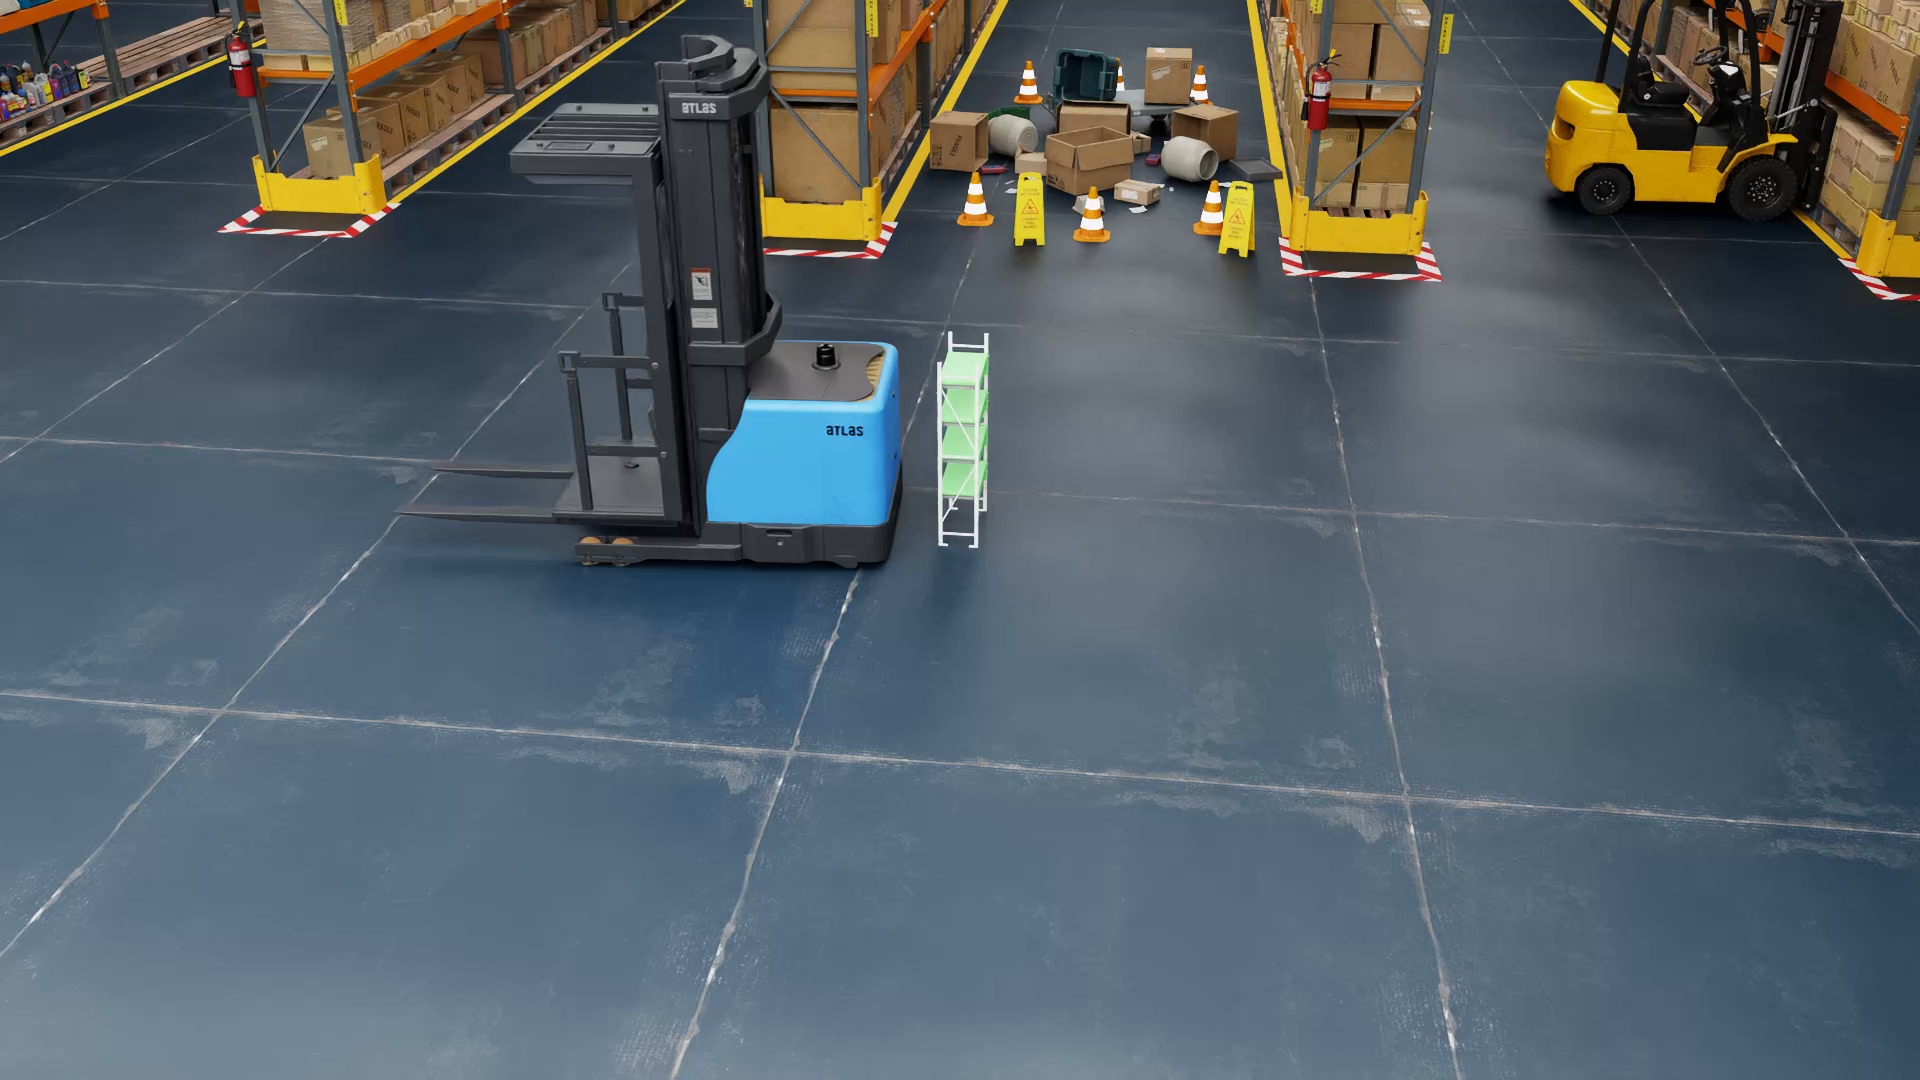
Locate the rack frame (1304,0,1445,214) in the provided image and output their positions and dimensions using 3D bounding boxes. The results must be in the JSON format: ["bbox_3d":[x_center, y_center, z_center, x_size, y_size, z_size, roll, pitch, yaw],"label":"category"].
[{"bbox_3d":[3.600,-3.971,14.458,1.000,3.000,0.127,3,28,6],"label":"rack frame"}]

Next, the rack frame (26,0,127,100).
[{"bbox_3d":[-10.661,-6.717,19.556,1.000,3.000,0.127,3,28,6],"label":"rack frame"}]

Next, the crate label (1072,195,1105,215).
[{"bbox_3d":[1.264,-3.266,16.168,0.250,0.136,0.298,-11,30,-20],"label":"crate label"}]

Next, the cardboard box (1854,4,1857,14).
[{"bbox_3d":[8.544,-4.911,15.413,0.380,0.149,0.250,3,28,6],"label":"cardboard box"}]

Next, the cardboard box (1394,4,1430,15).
[{"bbox_3d":[3.994,-4.596,15.200,0.500,0.500,0.500,4,29,8],"label":"cardboard box"}]

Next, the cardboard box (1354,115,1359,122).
[{"bbox_3d":[4.036,-3.896,15.985,0.500,0.500,0.500,2,28,4],"label":"cardboard box"}]

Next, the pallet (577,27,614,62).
[{"bbox_3d":[-5.352,-6.717,22.495,1.003,0.211,1.213,3,28,6],"label":"pallet"}]

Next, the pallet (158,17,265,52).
[{"bbox_3d":[-10.304,-7.010,23.039,1.003,0.211,1.213,3,28,6],"label":"pallet"}]

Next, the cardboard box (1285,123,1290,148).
[{"bbox_3d":[3.696,-4.314,17.551,0.500,0.250,0.500,5,29,9],"label":"cardboard box"}]

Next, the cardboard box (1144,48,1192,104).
[{"bbox_3d":[2.320,-5.176,18.532,0.500,0.500,0.500,3,28,6],"label":"cardboard box"}]

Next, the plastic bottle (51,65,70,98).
[{"bbox_3d":[-10.477,-5.335,19.318,0.144,0.351,0.185,2,28,4],"label":"plastic bottle"}]

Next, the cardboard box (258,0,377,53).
[{"bbox_3d":[-6.140,-4.979,15.910,0.875,0.500,0.500,3,28,6],"label":"cardboard box"}]

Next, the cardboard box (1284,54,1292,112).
[{"bbox_3d":[3.750,-4.896,17.841,0.500,0.500,0.500,5,29,9],"label":"cardboard box"}]

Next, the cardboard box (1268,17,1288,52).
[{"bbox_3d":[4.501,-6.499,21.479,0.950,0.372,0.625,1,28,3],"label":"cardboard box"}]

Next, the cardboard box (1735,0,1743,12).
[{"bbox_3d":[8.875,-5.990,18.364,0.500,0.250,0.500,3,28,6],"label":"cardboard box"}]

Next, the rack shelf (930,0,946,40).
[{"bbox_3d":[-0.590,-6.718,20.316,1.077,0.370,4.000,3,28,6],"label":"rack shelf"}]

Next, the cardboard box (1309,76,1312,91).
[{"bbox_3d":[3.355,-4.174,15.100,0.380,0.149,0.250,3,28,6],"label":"cardboard box"}]

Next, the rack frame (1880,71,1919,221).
[{"bbox_3d":[8.527,-3.684,13.925,1.000,3.000,0.127,3,28,6],"label":"rack frame"}]

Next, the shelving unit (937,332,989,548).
[{"bbox_3d":[0.020,-0.606,10.110,0.258,1.200,0.503,3,28,6],"label":"shelving unit"}]

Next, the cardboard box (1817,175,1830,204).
[{"bbox_3d":[8.412,-3.366,15.792,0.500,0.250,0.500,4,29,7],"label":"cardboard box"}]

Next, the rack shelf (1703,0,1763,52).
[{"bbox_3d":[9.262,-6.192,19.339,1.077,0.370,4.000,3,28,6],"label":"rack shelf"}]

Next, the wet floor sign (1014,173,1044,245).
[{"bbox_3d":[0.637,-3.046,15.223,0.267,0.644,0.232,-1,28,-3],"label":"wet floor sign"}]

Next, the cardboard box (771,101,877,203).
[{"bbox_3d":[-1.307,-3.783,15.907,0.875,0.875,0.875,4,29,6],"label":"cardboard box"}]

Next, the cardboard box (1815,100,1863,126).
[{"bbox_3d":[8.452,-4.050,16.008,0.500,0.250,0.500,3,28,5],"label":"cardboard box"}]

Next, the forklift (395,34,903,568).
[{"bbox_3d":[-1.905,-1.381,9.724,3.031,2.935,1.130,2,28,3],"label":"forklift"}]

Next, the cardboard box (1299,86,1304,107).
[{"bbox_3d":[3.452,-4.248,15.954,0.380,0.149,0.250,4,29,7],"label":"cardboard box"}]

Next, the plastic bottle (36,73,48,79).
[{"bbox_3d":[-10.627,-5.298,19.330,0.152,0.276,0.135,3,28,6],"label":"plastic bottle"}]

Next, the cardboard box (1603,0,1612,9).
[{"bbox_3d":[9.659,-7.951,24.039,0.500,0.500,0.500,3,28,6],"label":"cardboard box"}]

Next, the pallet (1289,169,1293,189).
[{"bbox_3d":[3.896,-3.732,16.954,1.003,0.211,1.213,3,28,6],"label":"pallet"}]

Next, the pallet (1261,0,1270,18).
[{"bbox_3d":[5.051,-8.024,24.922,1.003,0.211,1.213,3,28,6],"label":"pallet"}]

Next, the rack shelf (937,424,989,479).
[{"bbox_3d":[0.020,-0.550,10.140,0.258,0.148,0.480,3,28,6],"label":"rack shelf"}]

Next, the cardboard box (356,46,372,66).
[{"bbox_3d":[-5.914,-4.673,16.026,0.380,0.149,0.250,3,28,6],"label":"cardboard box"}]

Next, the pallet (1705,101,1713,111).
[{"bbox_3d":[9.069,-4.688,18.730,1.003,0.211,1.213,3,28,6],"label":"pallet"}]

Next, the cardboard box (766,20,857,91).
[{"bbox_3d":[-1.324,-4.454,15.197,0.875,0.550,0.550,3,28,6],"label":"cardboard box"}]

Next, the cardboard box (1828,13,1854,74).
[{"bbox_3d":[8.513,-4.697,15.701,0.500,0.500,0.500,4,29,7],"label":"cardboard box"}]

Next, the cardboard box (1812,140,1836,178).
[{"bbox_3d":[8.391,-3.605,15.709,0.500,0.250,0.500,3,28,5],"label":"cardboard box"}]

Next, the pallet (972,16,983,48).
[{"bbox_3d":[-0.247,-7.117,23.237,1.003,0.211,1.213,3,28,6],"label":"pallet"}]

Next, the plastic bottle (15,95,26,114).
[{"bbox_3d":[-10.553,-4.887,18.644,0.097,0.201,0.097,0,28,0],"label":"plastic bottle"}]

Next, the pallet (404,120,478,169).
[{"bbox_3d":[-5.939,-4.308,18.023,1.003,0.211,1.213,3,28,6],"label":"pallet"}]

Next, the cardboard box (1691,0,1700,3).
[{"bbox_3d":[9.917,-6.946,22.173,0.500,0.500,0.500,3,29,6],"label":"cardboard box"}]

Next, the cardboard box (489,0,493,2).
[{"bbox_3d":[-5.479,-6.201,18.862,0.380,0.149,0.250,3,28,6],"label":"cardboard box"}]

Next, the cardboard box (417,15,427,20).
[{"bbox_3d":[-5.784,-5.382,17.342,0.380,0.149,0.250,3,28,6],"label":"cardboard box"}]

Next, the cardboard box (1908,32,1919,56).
[{"bbox_3d":[8.291,-4.193,14.081,0.380,0.149,0.250,4,29,7],"label":"cardboard box"}]

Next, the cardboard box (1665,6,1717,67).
[{"bbox_3d":[9.417,-6.296,20.835,0.875,0.625,0.625,4,29,8],"label":"cardboard box"}]

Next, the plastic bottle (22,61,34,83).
[{"bbox_3d":[-11.135,-5.585,19.867,0.097,0.271,0.097,0,28,0],"label":"plastic bottle"}]

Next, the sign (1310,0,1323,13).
[{"bbox_3d":[3.052,-4.661,14.185,0.100,0.325,0.005,3,28,6],"label":"sign"}]

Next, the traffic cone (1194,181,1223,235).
[{"bbox_3d":[2.373,-3.131,15.574,0.336,0.463,0.334,3,28,6],"label":"traffic cone"}]

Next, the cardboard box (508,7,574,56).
[{"bbox_3d":[-5.435,-6.560,21.435,0.700,0.500,0.500,6,29,10],"label":"cardboard box"}]

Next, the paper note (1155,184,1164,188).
[{"bbox_3d":[1.994,-3.610,16.931,0.148,0.019,0.142,14,31,24],"label":"paper note"}]

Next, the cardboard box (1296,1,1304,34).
[{"bbox_3d":[3.647,-5.364,16.626,0.500,0.500,0.500,3,28,6],"label":"cardboard box"}]

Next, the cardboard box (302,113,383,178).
[{"bbox_3d":[-6.142,-3.924,16.564,0.500,0.500,0.500,9,30,16],"label":"cardboard box"}]

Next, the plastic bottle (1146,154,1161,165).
[{"bbox_3d":[2.071,-4.061,17.724,0.133,0.061,0.283,8,29,15],"label":"plastic bottle"}]

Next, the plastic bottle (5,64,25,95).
[{"bbox_3d":[-11.028,-5.381,19.404,0.144,0.351,0.185,3,28,6],"label":"plastic bottle"}]
